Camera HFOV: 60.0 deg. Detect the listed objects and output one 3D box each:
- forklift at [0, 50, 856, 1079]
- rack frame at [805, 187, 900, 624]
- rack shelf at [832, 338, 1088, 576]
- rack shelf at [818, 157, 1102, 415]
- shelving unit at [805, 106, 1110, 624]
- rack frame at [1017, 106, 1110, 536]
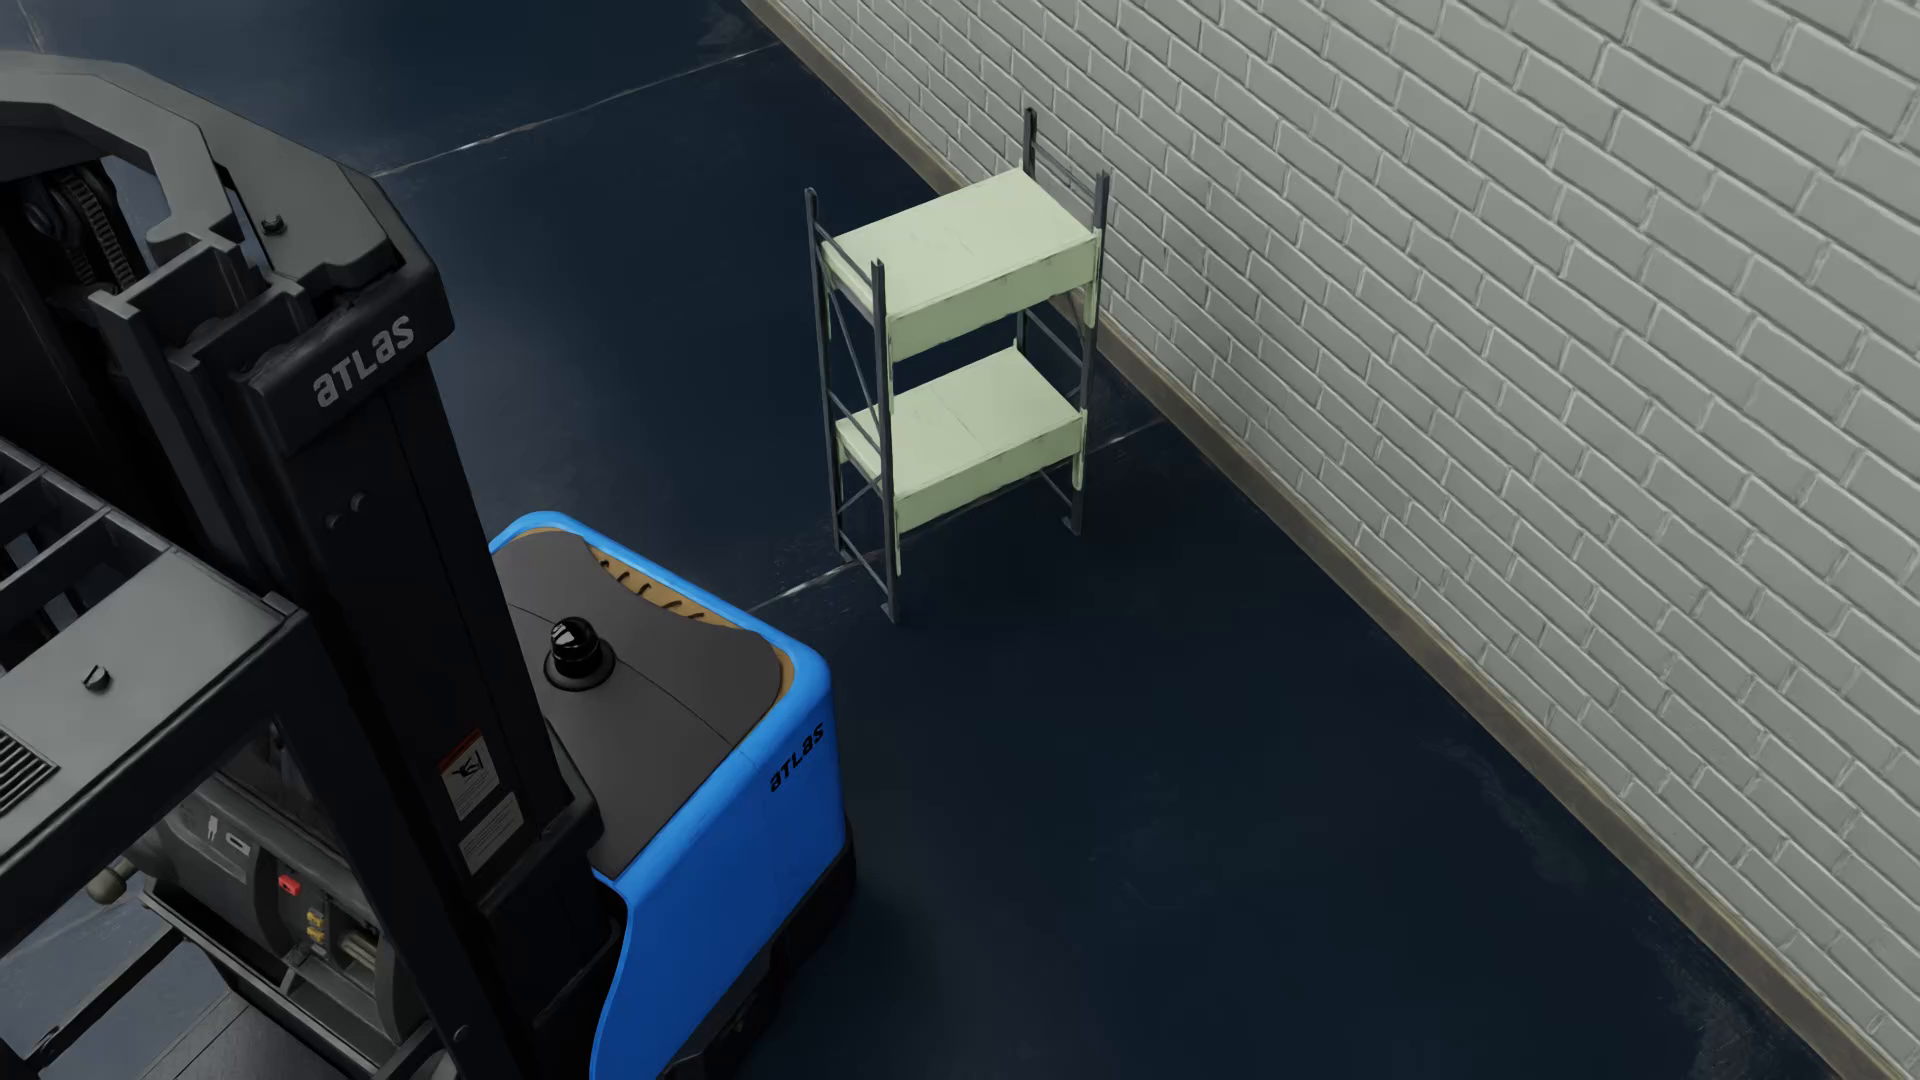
[{"bbox_3d":[-1.531,0.753,3.117,1.130,2.935,3.031,26,53,22],"label":"forklift"},{"bbox_3d":[-0.315,-0.350,5.058,0.023,1.500,0.400,-25,53,-21],"label":"rack frame"},{"bbox_3d":[-0.006,-0.279,5.431,0.720,0.370,0.431,-25,53,-21],"label":"rack shelf"},{"bbox_3d":[-0.006,-0.756,4.896,0.720,0.370,0.431,-25,53,-21],"label":"rack shelf"},{"bbox_3d":[-0.006,-0.496,5.188,0.755,1.500,0.431,-25,53,-21],"label":"shelving unit"},{"bbox_3d":[0.304,-0.642,5.317,0.023,1.500,0.400,-25,53,-21],"label":"rack frame"}]
